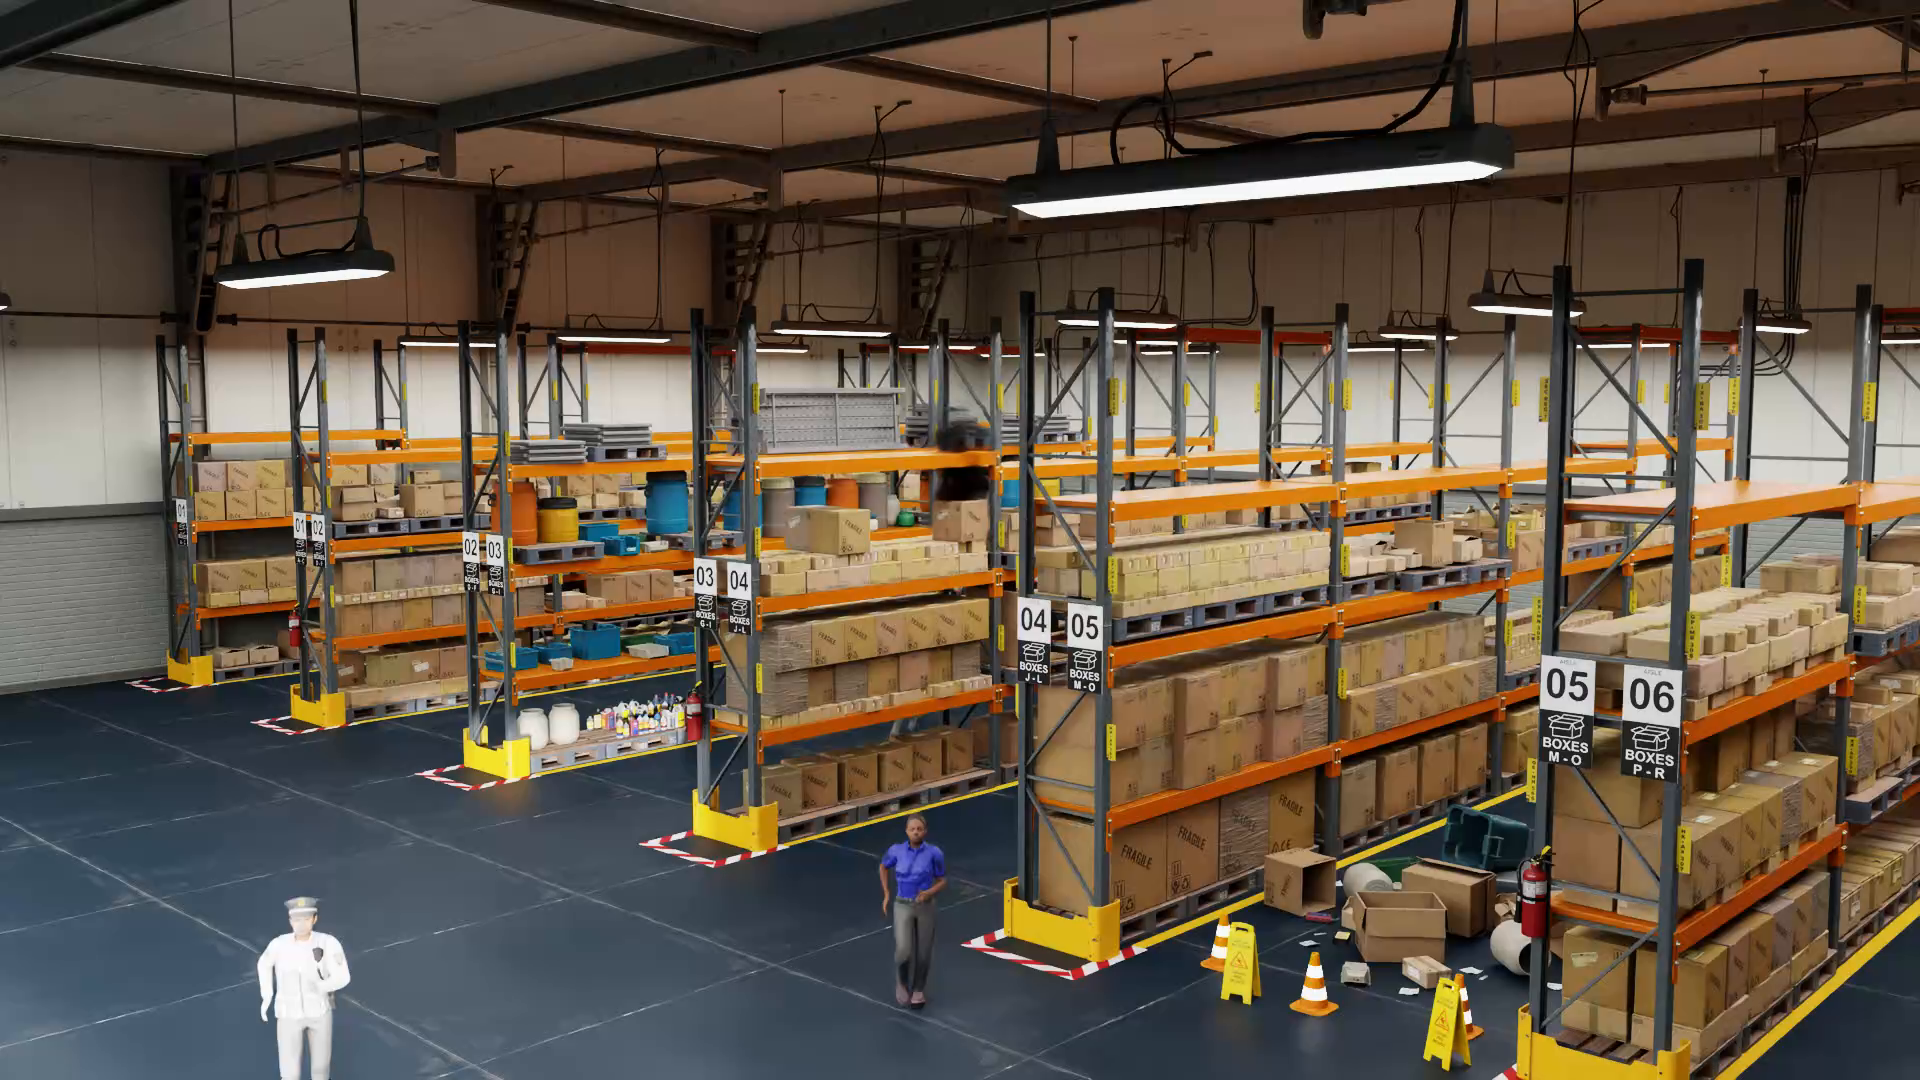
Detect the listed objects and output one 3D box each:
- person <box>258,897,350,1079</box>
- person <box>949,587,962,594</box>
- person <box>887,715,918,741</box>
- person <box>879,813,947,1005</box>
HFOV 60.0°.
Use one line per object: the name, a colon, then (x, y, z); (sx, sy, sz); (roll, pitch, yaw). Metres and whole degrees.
person: (-4.444, 3.255, 11.290); (0.587, 1.741, 0.791); (-2, 6, -20)
person: (-0.180, 1.329, 32.678); (0.536, 1.555, 0.544); (3, 6, 31)
person: (-0.834, 2.066, 24.002); (0.616, 1.692, 0.901); (3, 6, 32)
person: (-0.383, 3.061, 13.666); (0.550, 1.614, 0.626); (0, 5, -4)
